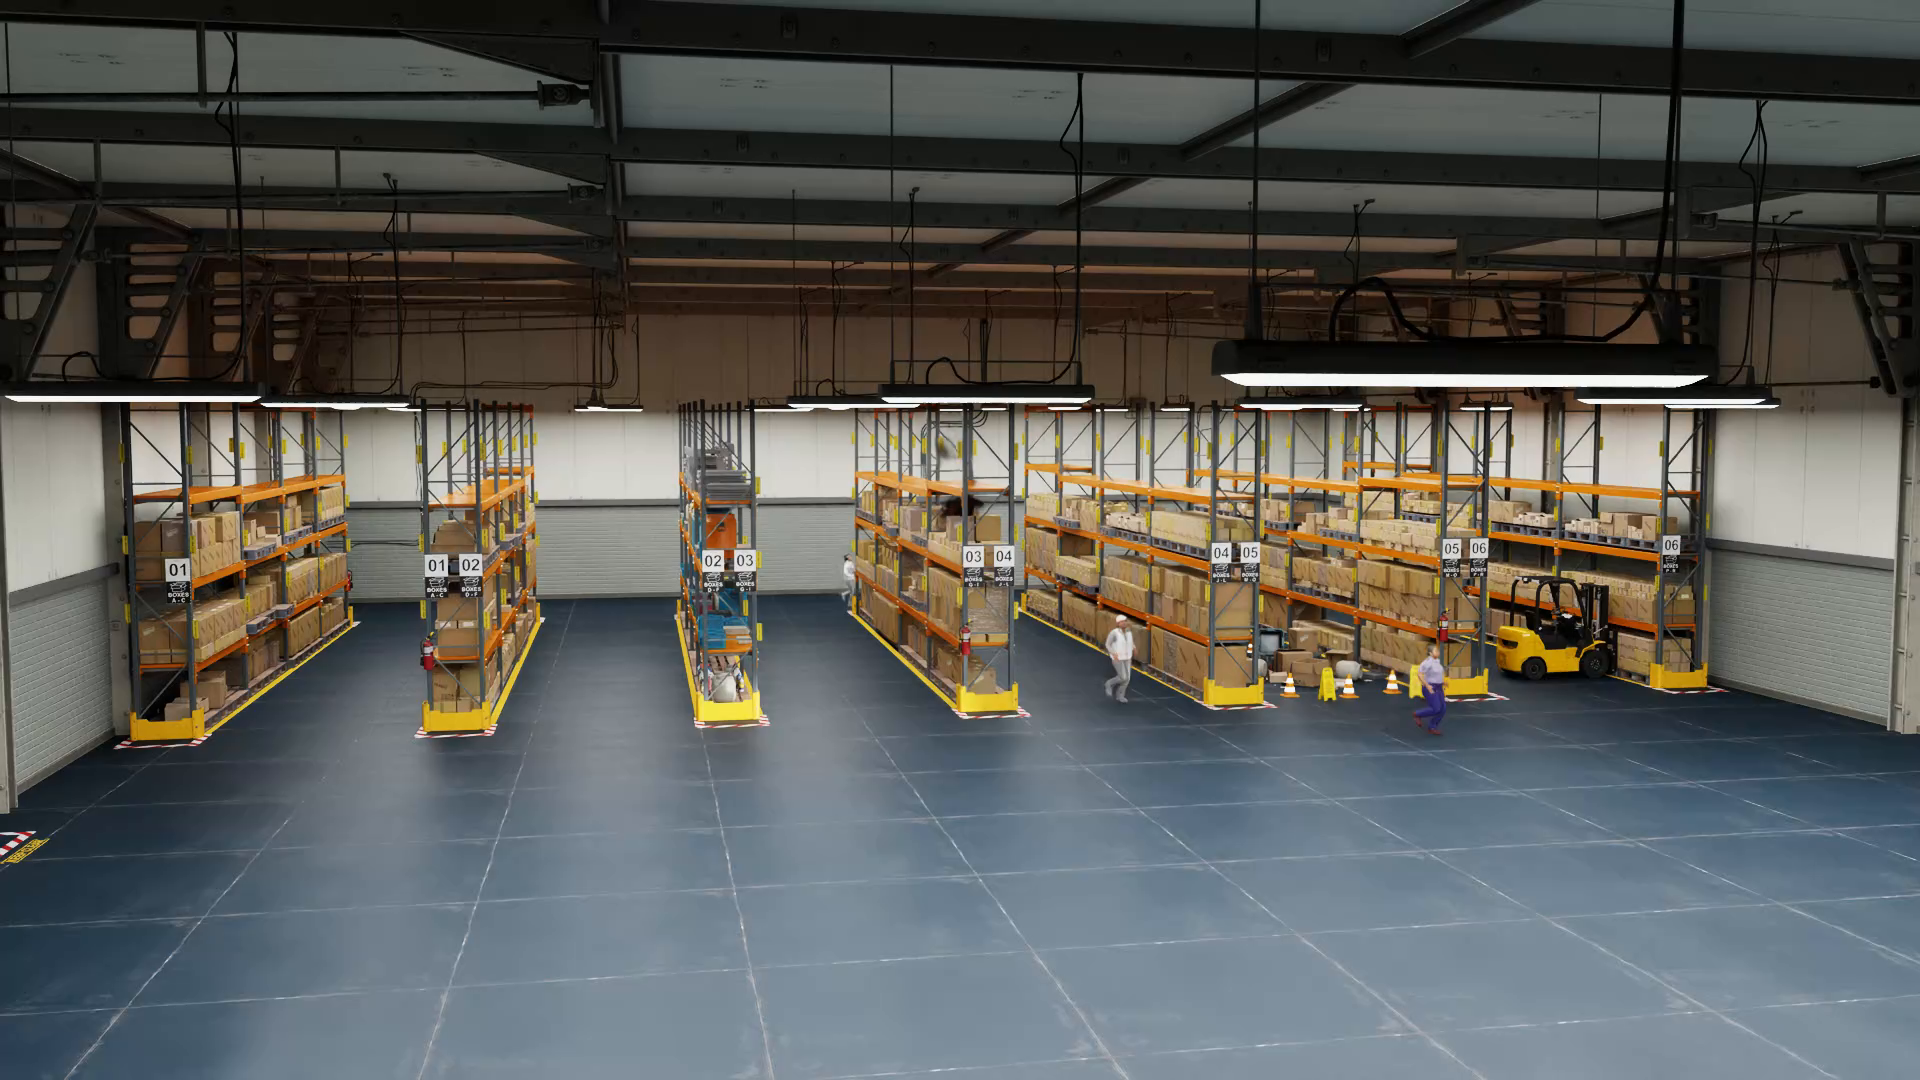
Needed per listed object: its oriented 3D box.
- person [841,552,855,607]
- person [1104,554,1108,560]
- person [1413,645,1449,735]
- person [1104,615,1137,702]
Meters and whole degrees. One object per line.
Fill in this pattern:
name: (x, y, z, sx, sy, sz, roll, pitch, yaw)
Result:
person: (-3.320, 1.179, 49.462, 0.528, 1.646, 0.621, 1, 4, 14)
person: (4.388, 1.273, 48.234, 0.618, 1.682, 1.024, -2, 5, -29)
person: (8.448, 2.772, 29.827, 0.559, 1.424, 0.620, 4, 6, 44)
person: (3.236, 2.357, 33.220, 0.656, 1.745, 0.626, -3, 5, -33)
